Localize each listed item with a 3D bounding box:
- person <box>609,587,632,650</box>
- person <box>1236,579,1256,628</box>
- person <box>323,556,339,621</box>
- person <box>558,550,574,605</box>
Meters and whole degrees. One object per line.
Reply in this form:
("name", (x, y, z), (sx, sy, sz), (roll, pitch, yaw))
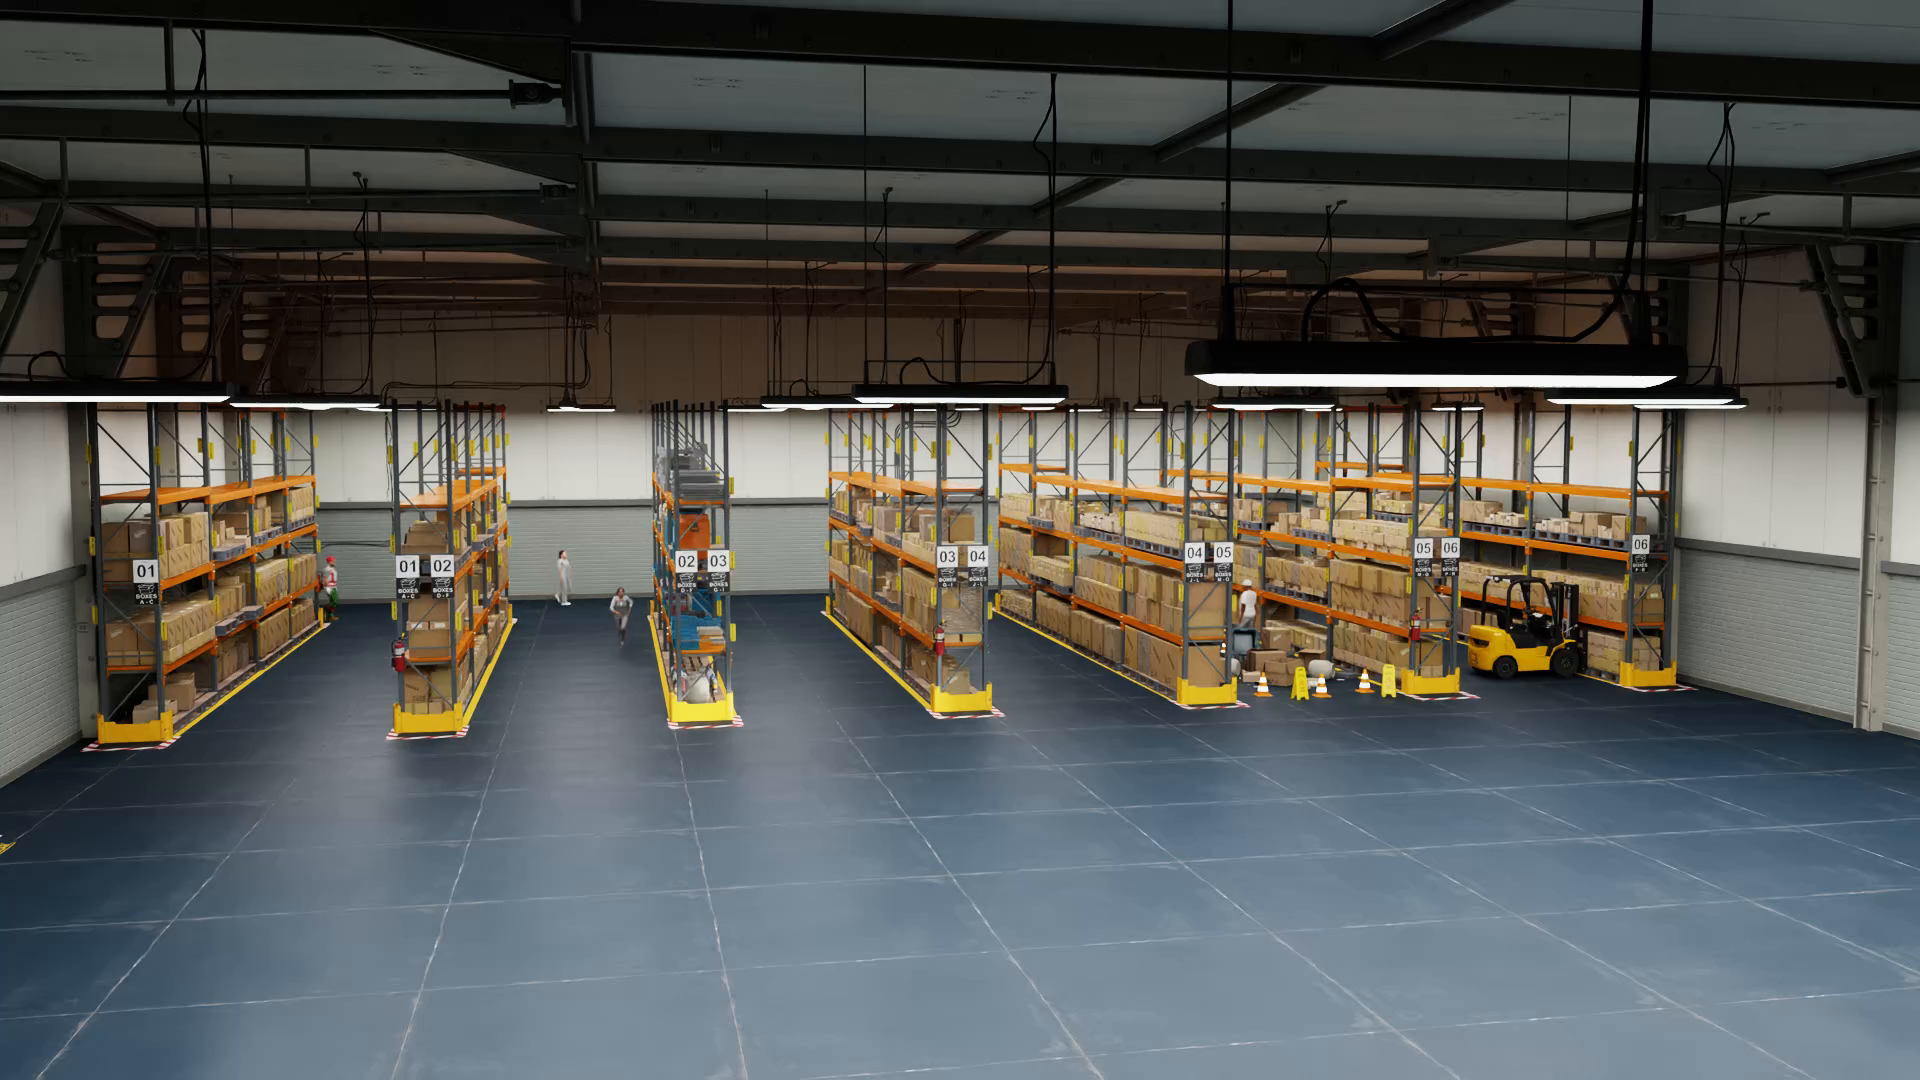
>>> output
("person", (-8.263, 1.893, 40.567), (0.503, 1.540, 0.801), (0, 4, -2))
("person", (6.889, 1.846, 39.973), (0.380, 1.799, 0.610), (4, 6, 44))
("person", (-17.425, 1.343, 46.043), (0.472, 1.788, 0.581), (-1, 4, -12))
("person", (-11.869, 1.119, 49.853), (0.494, 1.657, 0.440), (1, 4, 11))
